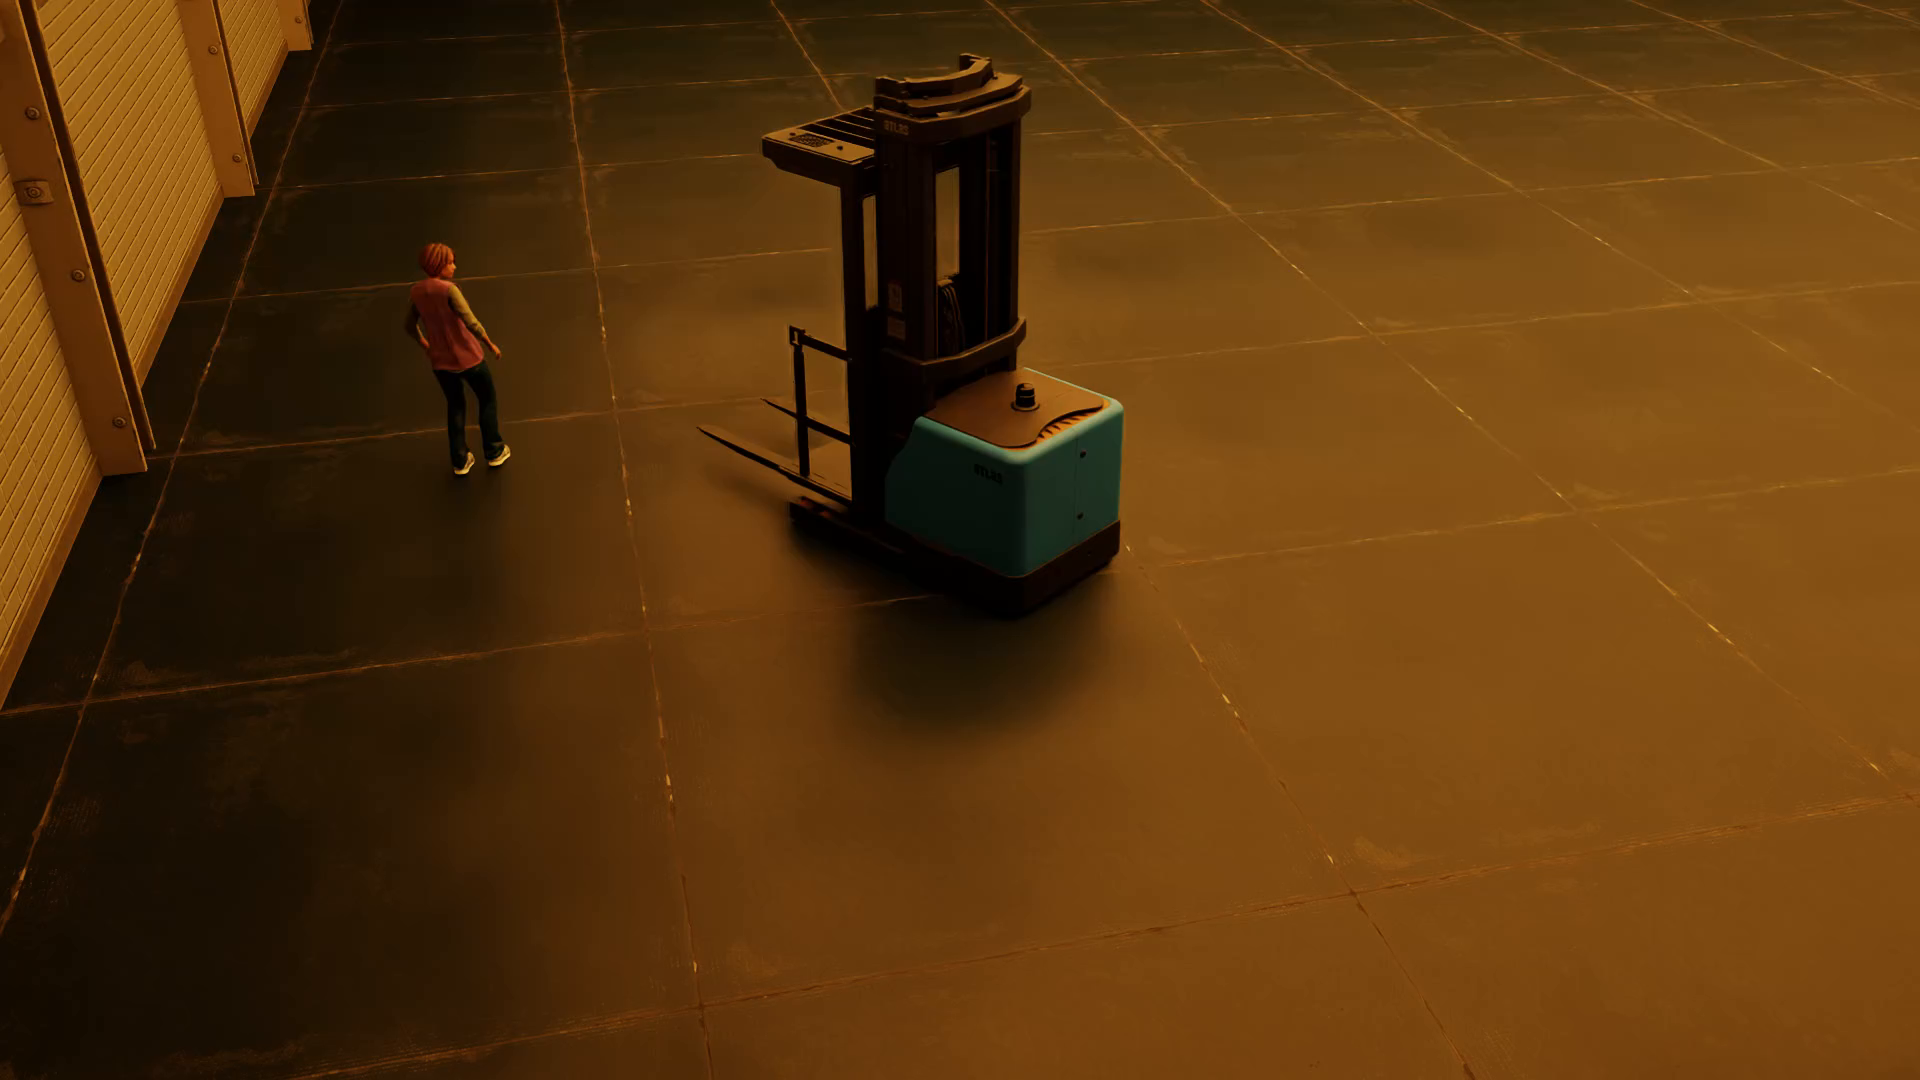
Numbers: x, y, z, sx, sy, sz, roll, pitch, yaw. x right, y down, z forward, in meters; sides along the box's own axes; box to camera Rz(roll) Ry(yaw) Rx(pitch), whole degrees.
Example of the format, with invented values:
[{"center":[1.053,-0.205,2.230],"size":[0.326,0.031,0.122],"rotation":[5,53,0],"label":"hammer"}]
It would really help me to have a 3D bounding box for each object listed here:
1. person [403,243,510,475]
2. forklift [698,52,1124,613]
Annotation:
[{"center":[-3.333,-1.198,11.019],"size":[0.613,1.563,0.448],"rotation":[6,31,11],"label":"person"},{"center":[-0.451,-1.465,10.105],"size":[3.031,2.935,1.130],"rotation":[24,38,35],"label":"forklift"}]
